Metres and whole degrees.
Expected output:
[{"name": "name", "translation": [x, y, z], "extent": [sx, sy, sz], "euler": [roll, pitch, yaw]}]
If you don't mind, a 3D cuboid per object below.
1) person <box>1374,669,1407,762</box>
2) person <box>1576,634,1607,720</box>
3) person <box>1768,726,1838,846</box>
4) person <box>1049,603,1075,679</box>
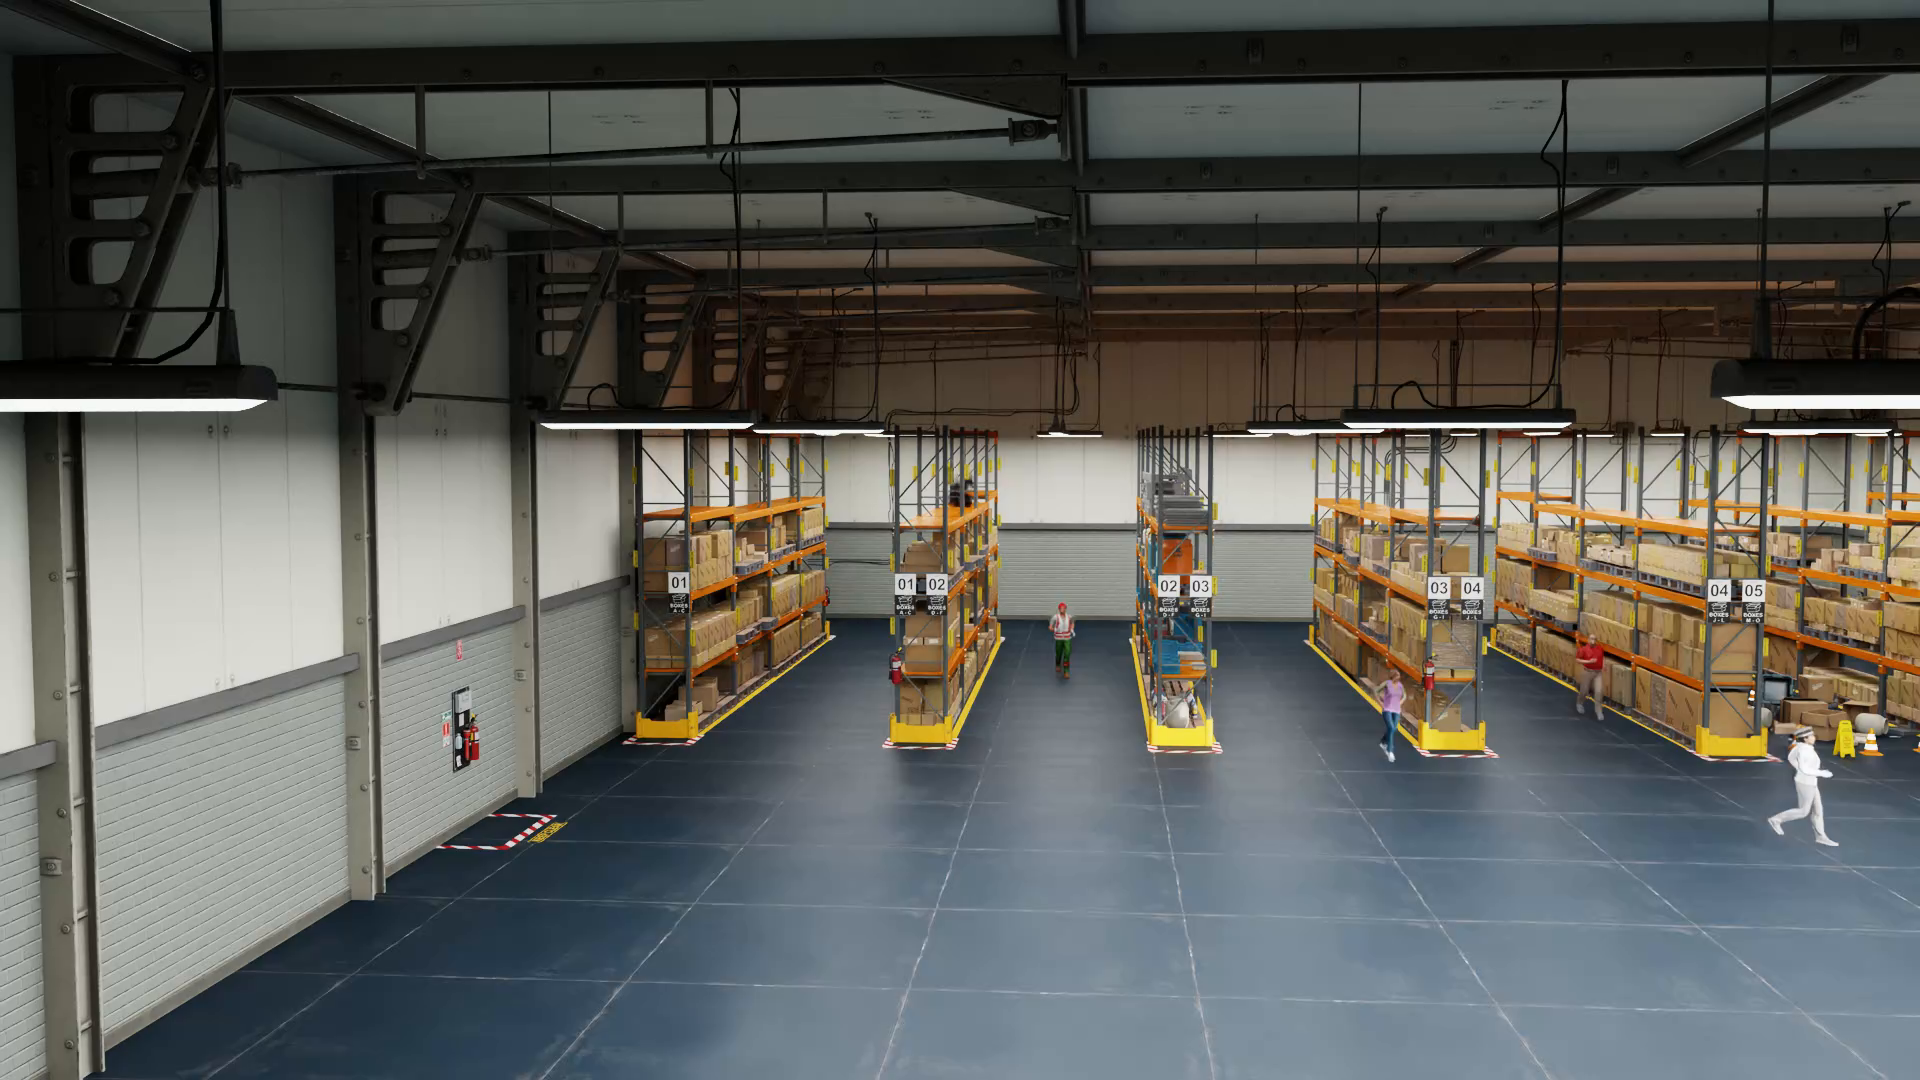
[{"name": "person", "translation": [7.797, 3.121, 29.984], "extent": [0.538, 1.612, 0.830], "euler": [-1, 4, -16]}, {"name": "person", "translation": [13.001, 2.782, 34.223], "extent": [0.662, 1.715, 0.987], "euler": [0, 3, 2]}, {"name": "person", "translation": [11.930, 3.462, 23.501], "extent": [0.901, 1.687, 0.616], "euler": [2, 4, 27]}, {"name": "person", "translation": [2.468, 2.400, 40.049], "extent": [0.656, 1.786, 0.987], "euler": [0, 3, -6]}]
